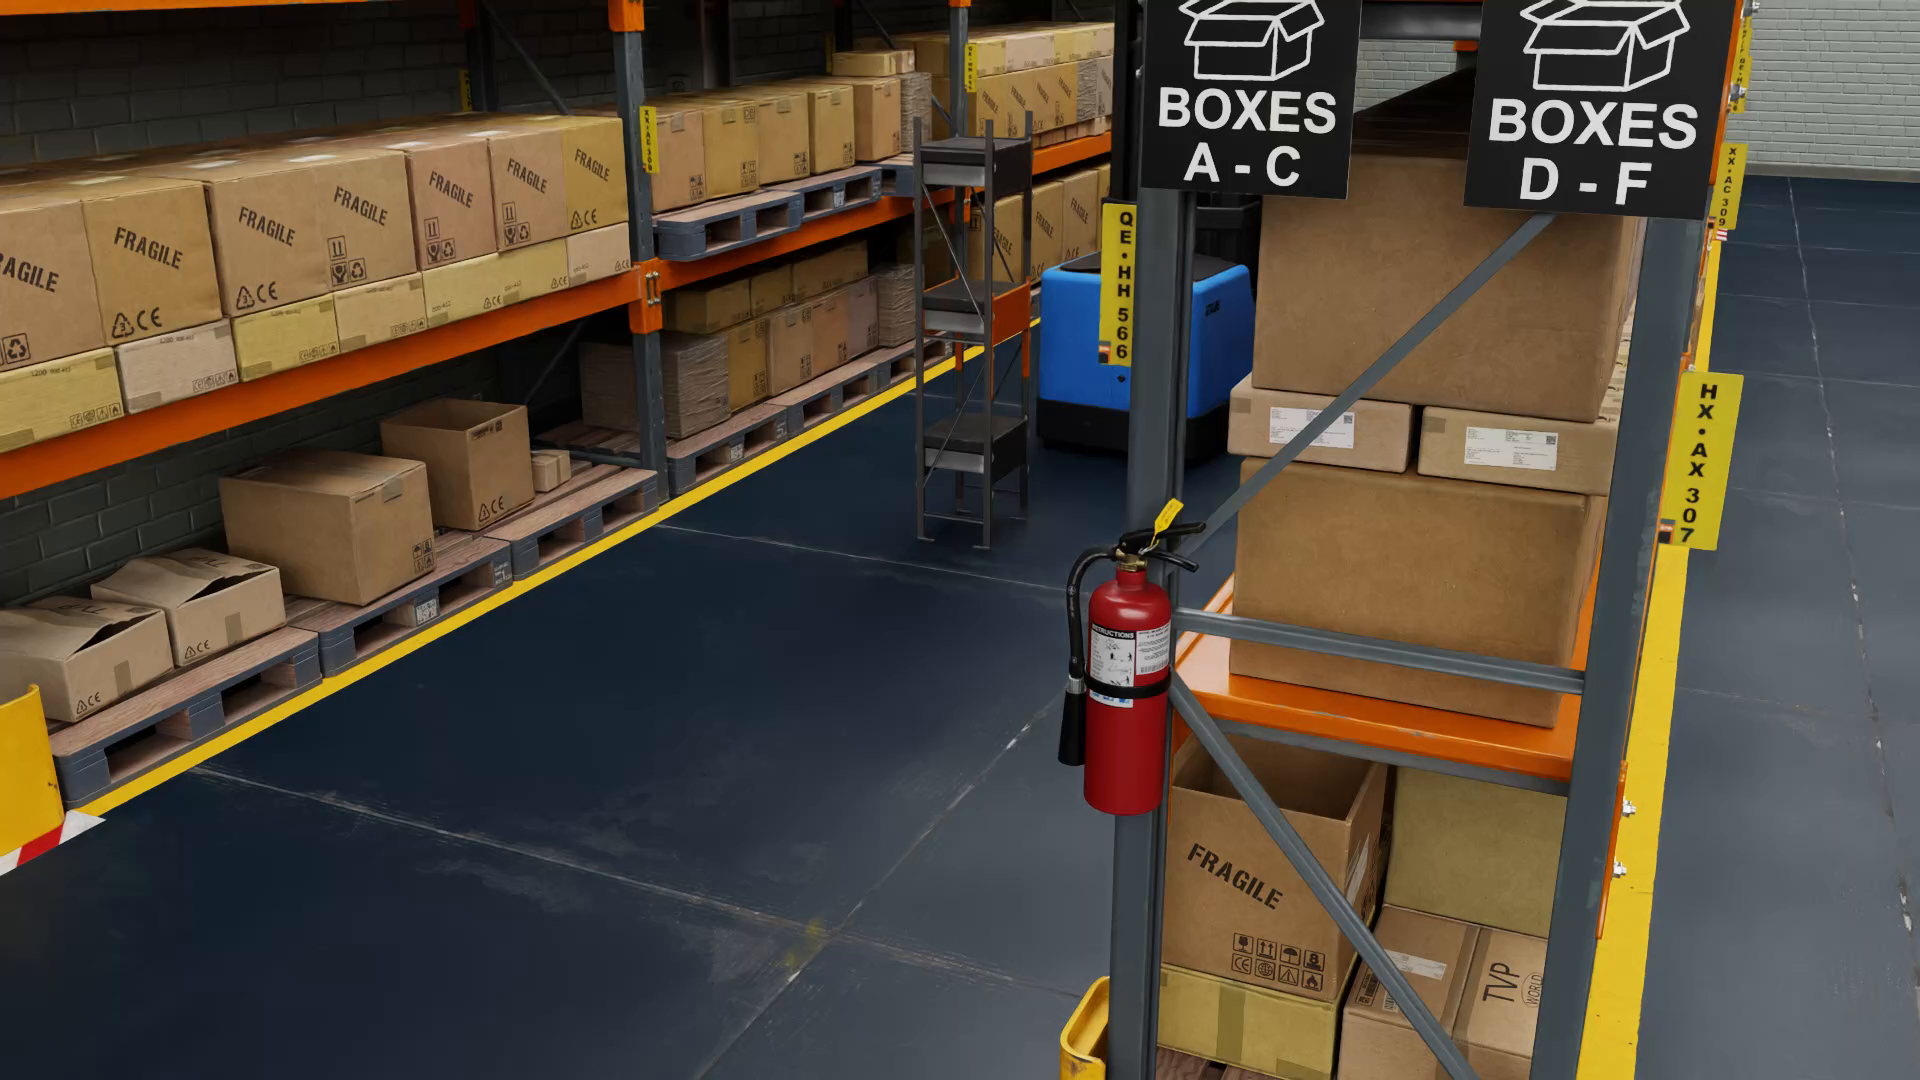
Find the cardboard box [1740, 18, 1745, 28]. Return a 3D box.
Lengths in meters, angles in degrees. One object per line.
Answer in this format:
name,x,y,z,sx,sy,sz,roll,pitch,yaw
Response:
cardboard box,6.184,-4.066,13.783,0.500,0.500,0.500,9,22,24

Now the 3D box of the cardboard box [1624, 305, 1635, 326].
cardboard box,1.599,-0.533,4.373,0.380,0.149,0.250,8,21,21

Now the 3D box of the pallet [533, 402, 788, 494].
pallet,-1.745,-0.599,9.839,1.003,0.211,1.213,9,21,23

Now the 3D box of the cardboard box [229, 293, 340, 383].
cardboard box,-2.797,-0.812,6.470,0.500,0.250,0.500,8,21,22

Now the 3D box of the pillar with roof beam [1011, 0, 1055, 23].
pillar with roof beam,4.639,-6.689,13.848,9.100,9.000,0.400,9,21,23

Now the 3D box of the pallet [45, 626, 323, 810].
pallet,-3.304,0.595,6.481,1.003,0.211,1.213,9,21,23

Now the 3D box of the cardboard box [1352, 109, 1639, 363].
cardboard box,1.255,-0.751,4.018,0.700,0.500,0.500,8,21,21

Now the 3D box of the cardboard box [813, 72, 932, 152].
cardboard box,-0.608,-3.007,11.642,0.700,0.500,0.500,6,20,16

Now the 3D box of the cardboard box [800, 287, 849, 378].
cardboard box,-1.166,-1.403,11.011,0.700,0.500,0.500,8,21,22

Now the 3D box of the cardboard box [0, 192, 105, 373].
cardboard box,-3.231,-0.849,5.455,0.500,0.500,0.500,9,21,23

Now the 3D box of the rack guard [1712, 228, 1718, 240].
rack guard,7.341,-3.464,17.463,1.175,0.500,0.348,9,21,23

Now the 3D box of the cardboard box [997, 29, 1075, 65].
cardboard box,0.621,-4.026,13.571,0.500,0.250,0.500,8,21,22

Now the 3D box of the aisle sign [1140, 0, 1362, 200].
aisle sign,0.526,-1.019,2.977,0.394,0.787,0.004,9,21,23

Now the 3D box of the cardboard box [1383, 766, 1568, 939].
cardboard box,1.446,0.684,4.426,0.500,0.500,0.500,9,21,23

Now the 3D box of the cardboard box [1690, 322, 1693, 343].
cardboard box,4.107,-1.192,9.984,0.500,0.311,0.500,9,22,24

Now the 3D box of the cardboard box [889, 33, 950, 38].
cardboard box,-0.260,-3.780,12.879,0.500,0.250,0.500,8,21,21

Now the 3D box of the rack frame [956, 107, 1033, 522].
rack frame,0.168,-1.114,8.469,0.400,2.100,0.015,9,21,23

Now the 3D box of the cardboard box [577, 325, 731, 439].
cardboard box,-1.776,-0.932,9.687,0.700,0.500,0.500,9,22,25

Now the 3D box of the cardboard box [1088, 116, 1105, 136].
cardboard box,1.050,-3.627,14.537,0.380,0.149,0.250,9,21,23

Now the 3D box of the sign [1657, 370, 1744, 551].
sign,1.324,-0.141,2.978,0.100,0.325,0.005,9,21,23

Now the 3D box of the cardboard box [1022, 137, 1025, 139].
cardboard box,0.308,-3.178,13.272,0.380,0.149,0.250,9,21,24

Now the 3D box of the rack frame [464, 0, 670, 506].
rack frame,-2.062,-1.675,8.702,1.000,3.000,0.127,9,21,23

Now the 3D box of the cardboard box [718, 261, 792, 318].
cardboard box,-1.389,-1.580,10.389,0.500,0.250,0.500,8,21,21

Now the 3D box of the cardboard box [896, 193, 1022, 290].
cardboard box,-0.004,-2.290,13.012,0.750,0.750,0.750,8,21,22

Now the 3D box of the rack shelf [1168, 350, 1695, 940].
rack shelf,1.639,-0.046,5.196,1.077,0.370,4.000,9,21,23

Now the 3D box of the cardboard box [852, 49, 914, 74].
cardboard box,-0.538,-3.348,11.633,0.380,0.149,0.250,6,20,16

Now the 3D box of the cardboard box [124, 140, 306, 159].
cardboard box,-3.072,-1.383,6.955,0.500,0.500,0.500,9,21,23

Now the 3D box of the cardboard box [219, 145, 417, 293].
cardboard box,-2.601,-1.315,6.766,0.500,0.500,0.500,9,22,24

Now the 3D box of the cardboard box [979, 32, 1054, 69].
cardboard box,0.417,-3.869,13.129,0.500,0.250,0.500,9,21,23

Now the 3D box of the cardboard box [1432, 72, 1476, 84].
cardboard box,1.871,-1.211,5.311,0.700,0.500,0.500,9,21,23

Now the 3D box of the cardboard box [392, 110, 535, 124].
cardboard box,-2.445,-1.852,8.275,0.500,0.500,0.500,8,21,21

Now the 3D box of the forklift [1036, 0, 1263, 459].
forklift,1.620,-2.292,10.538,1.130,2.935,3.031,11,22,28

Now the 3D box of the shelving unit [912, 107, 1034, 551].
shelving unit,0.068,-1.040,8.259,0.431,2.100,0.503,9,21,23

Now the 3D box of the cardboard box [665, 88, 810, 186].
cardboard box,-1.346,-2.456,10.092,0.700,0.500,0.500,12,23,30

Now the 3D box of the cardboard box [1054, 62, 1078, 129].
cardboard box,0.641,-3.679,13.713,0.500,0.500,0.500,9,22,24

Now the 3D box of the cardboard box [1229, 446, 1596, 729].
cardboard box,1.023,0.038,3.736,0.700,0.500,0.500,9,21,23

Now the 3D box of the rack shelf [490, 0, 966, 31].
rack shelf,-1.243,-3.361,10.039,1.077,0.370,4.000,9,21,23

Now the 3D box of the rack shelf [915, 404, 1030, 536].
rack shelf,0.068,-0.368,8.498,0.431,0.518,0.480,9,21,23

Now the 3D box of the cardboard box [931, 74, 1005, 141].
cardboard box,0.008,-3.208,12.389,0.500,0.500,0.500,9,22,24

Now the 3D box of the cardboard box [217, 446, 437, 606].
cardboard box,-2.756,-0.073,7.271,0.700,0.500,0.500,7,21,19

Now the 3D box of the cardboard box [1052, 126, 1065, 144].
cardboard box,0.654,-3.408,13.919,0.380,0.149,0.250,9,22,24

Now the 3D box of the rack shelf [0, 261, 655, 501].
rack shelf,-2.881,-0.725,7.104,1.077,0.370,4.000,9,21,23

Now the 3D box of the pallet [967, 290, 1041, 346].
pallet,-0.033,-1.815,13.256,1.003,0.211,1.213,9,21,23

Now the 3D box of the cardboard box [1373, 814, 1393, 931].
cardboard box,0.964,0.965,4.756,0.500,0.250,0.500,9,21,23

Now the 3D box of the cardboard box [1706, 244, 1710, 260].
cardboard box,5.378,-1.978,12.629,0.500,0.500,0.500,9,21,23

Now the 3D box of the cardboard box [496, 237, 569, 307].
cardboard box,-2.191,-1.276,7.775,0.500,0.250,0.500,9,21,23

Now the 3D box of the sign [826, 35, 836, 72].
sign,-0.932,-3.519,12.158,0.100,0.325,0.005,9,21,23

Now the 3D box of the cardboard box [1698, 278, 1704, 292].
cardboard box,4.753,-1.510,11.311,0.500,0.500,0.500,8,21,21

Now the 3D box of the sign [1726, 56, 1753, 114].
sign,4.604,-2.690,9.827,0.100,0.325,0.005,9,21,23

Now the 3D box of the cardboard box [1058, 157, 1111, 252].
cardboard box,1.066,-3.089,15.260,0.750,0.750,0.750,9,21,23

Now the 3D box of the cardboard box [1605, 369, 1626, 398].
cardboard box,1.283,-0.298,3.713,0.380,0.149,0.250,8,21,21

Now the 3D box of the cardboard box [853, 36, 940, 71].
cardboard box,-0.475,-3.622,12.435,0.500,0.250,0.500,9,22,24

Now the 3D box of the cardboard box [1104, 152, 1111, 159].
cardboard box,1.694,-3.886,17.054,0.380,0.149,0.250,8,21,21

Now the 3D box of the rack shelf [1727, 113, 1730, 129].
rack shelf,6.553,-3.715,15.511,1.077,0.370,4.000,9,21,23

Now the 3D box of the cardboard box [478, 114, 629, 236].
cardboard box,-1.974,-1.780,8.073,0.500,0.500,0.500,8,21,23

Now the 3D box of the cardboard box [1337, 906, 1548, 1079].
cardboard box,1.243,1.190,4.121,0.500,0.250,0.500,9,21,23

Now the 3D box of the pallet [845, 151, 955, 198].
pallet,-0.619,-2.575,11.519,1.213,0.211,1.003,9,21,23
